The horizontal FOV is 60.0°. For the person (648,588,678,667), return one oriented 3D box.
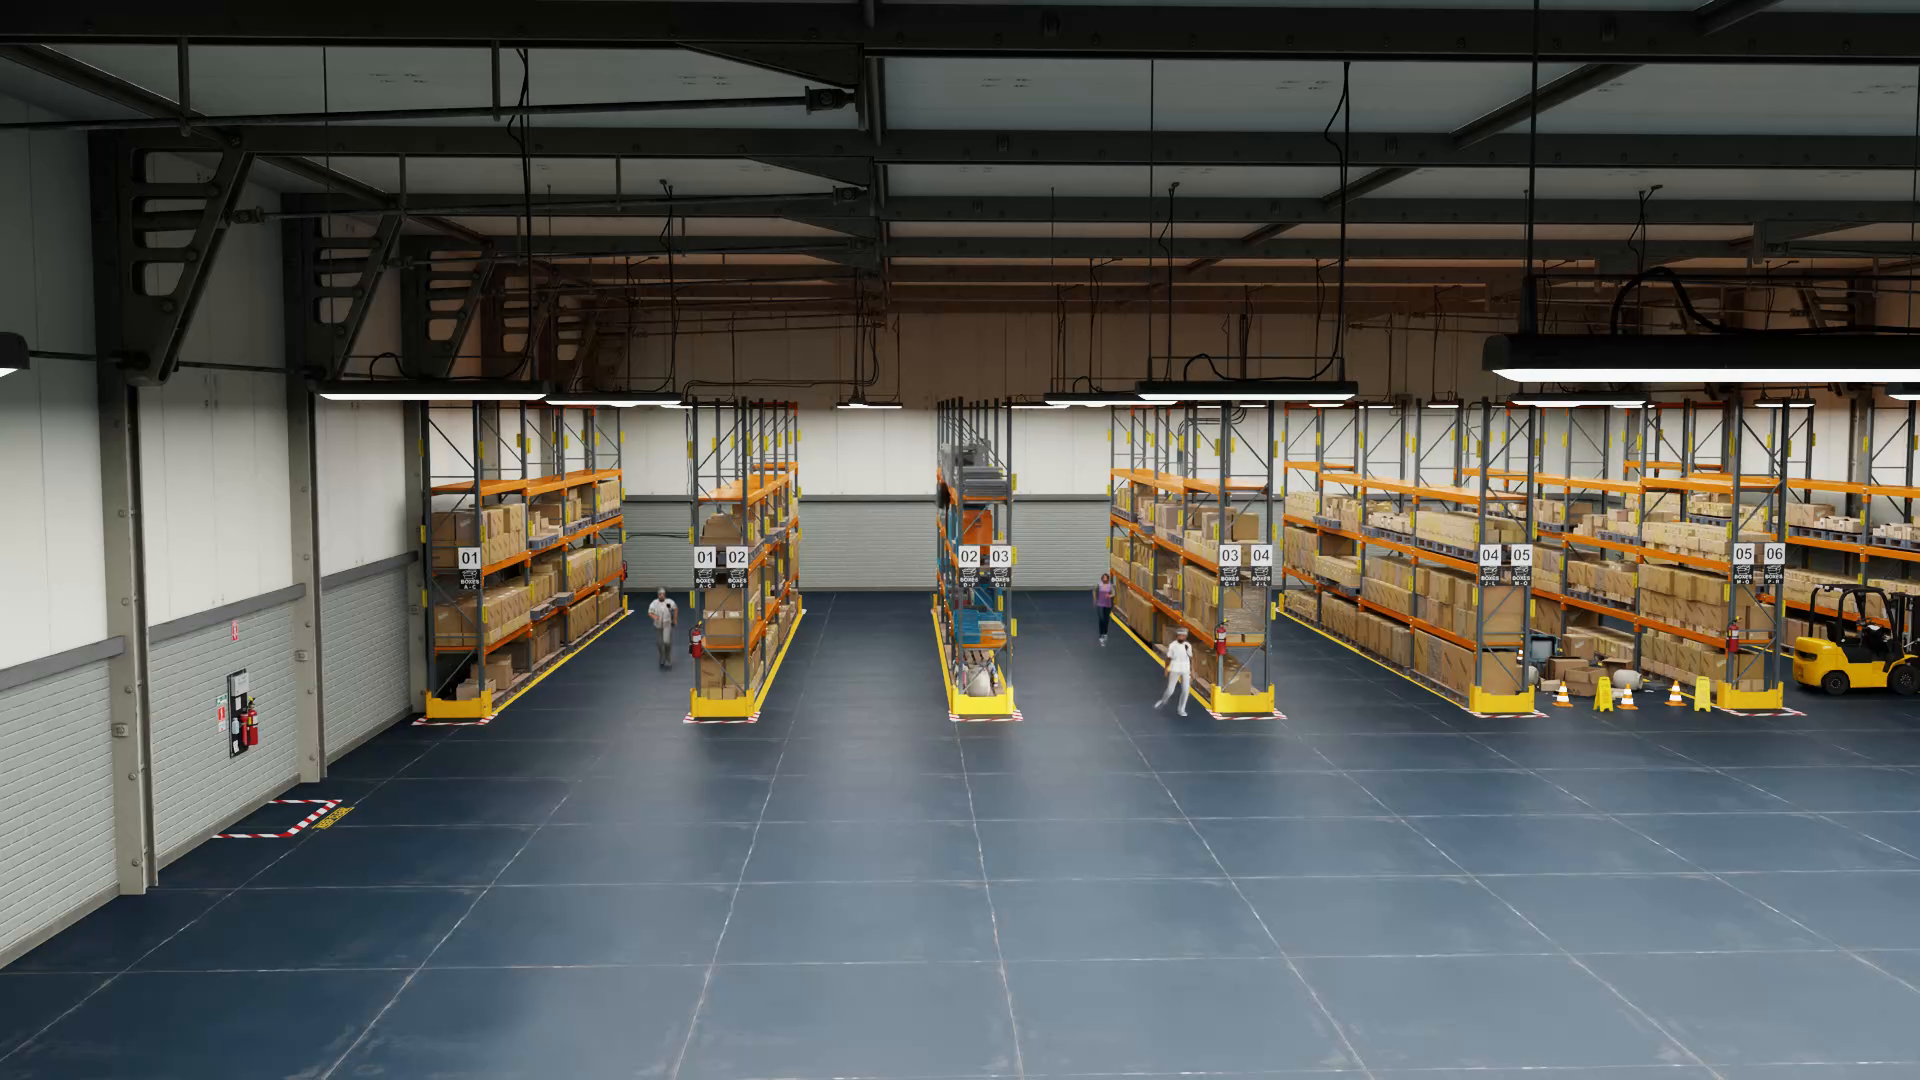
[{"bbox_3d":[-6.689,1.970,37.391,0.609,1.807,0.832,0,4,0],"label":"person"}]

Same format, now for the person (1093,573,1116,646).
[{"bbox_3d":[3.410,1.621,39.225,0.493,1.693,0.689,0,4,-4],"label":"person"}]

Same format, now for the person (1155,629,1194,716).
[{"bbox_3d":[4.044,2.468,31.344,0.669,1.655,0.576,0,4,-4],"label":"person"}]
